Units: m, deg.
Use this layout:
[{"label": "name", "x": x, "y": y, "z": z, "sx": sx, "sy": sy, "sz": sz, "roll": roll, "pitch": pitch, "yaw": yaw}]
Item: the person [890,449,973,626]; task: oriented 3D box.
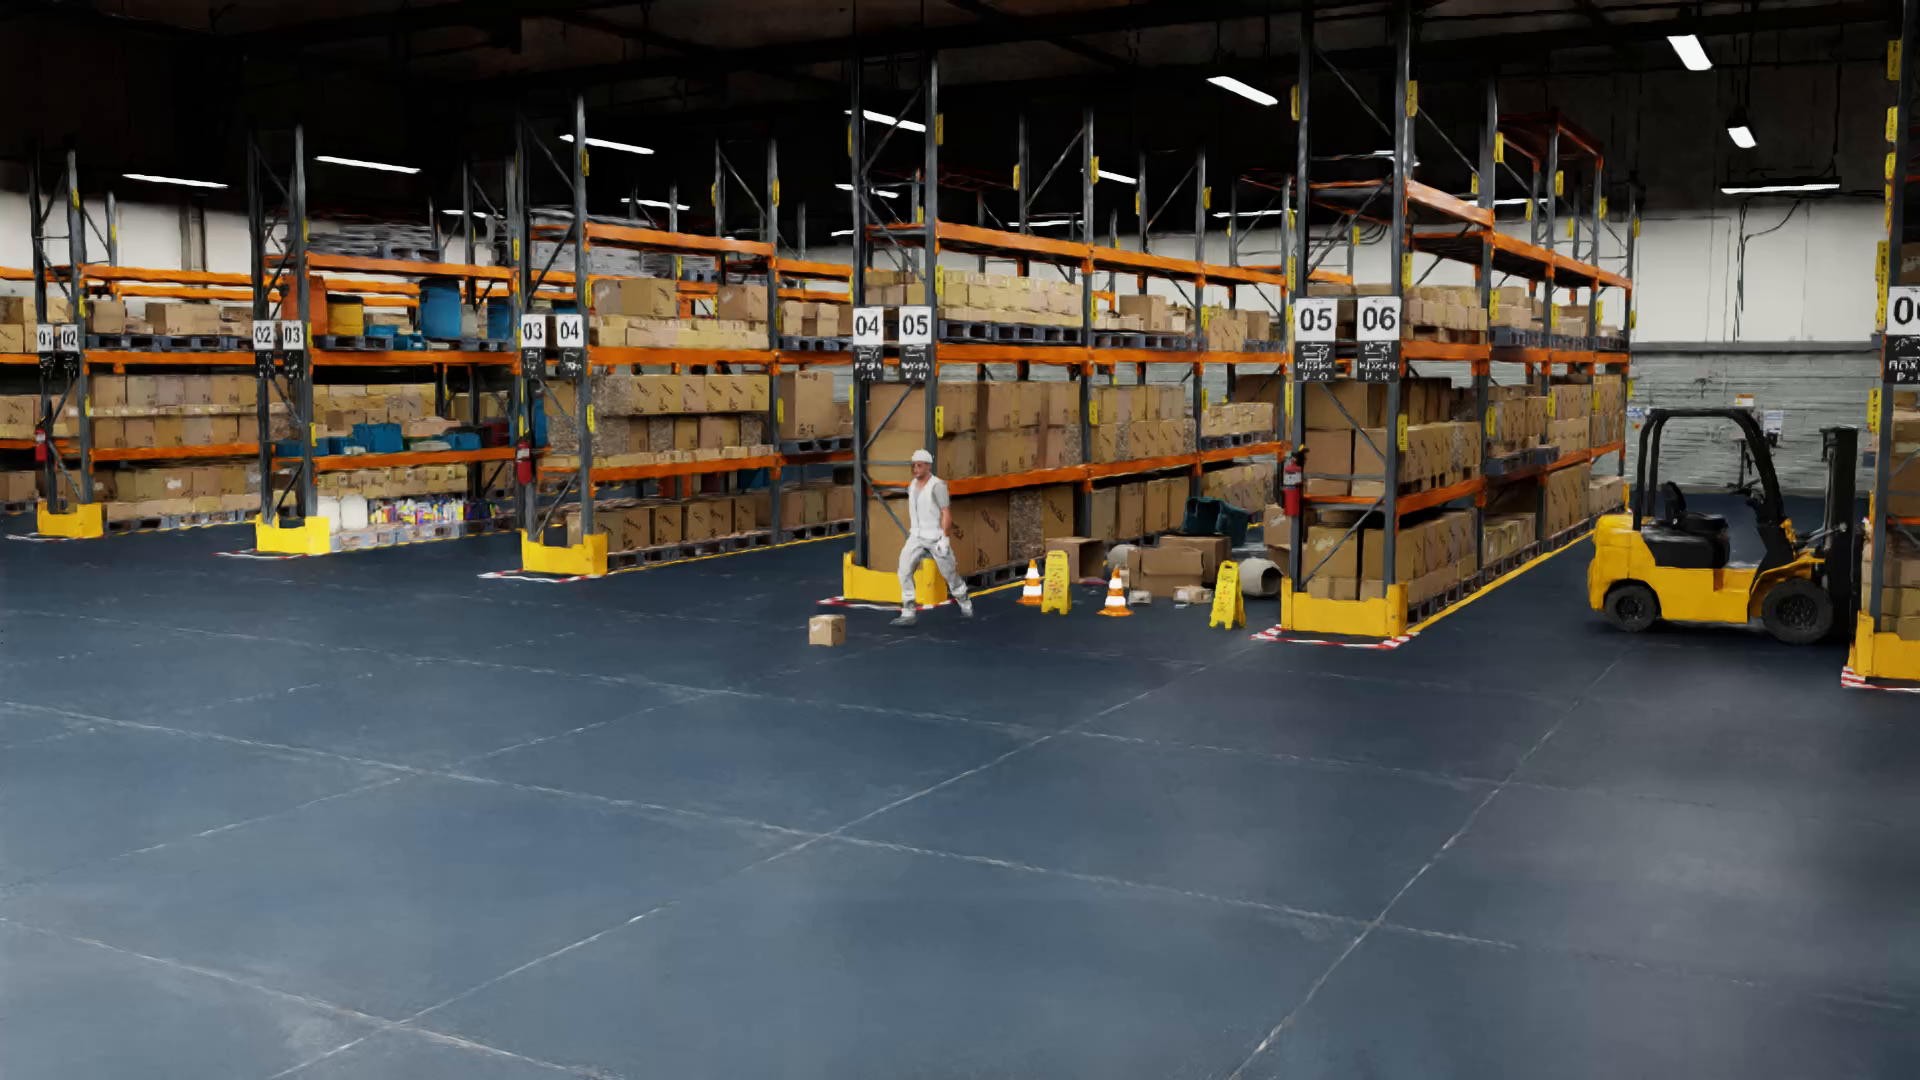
[{"label": "person", "x": -0.267, "y": -0.037, "z": 16.481, "sx": 0.583, "sy": 1.733, "sz": 0.919, "roll": 5, "pitch": 8, "yaw": 39}]
